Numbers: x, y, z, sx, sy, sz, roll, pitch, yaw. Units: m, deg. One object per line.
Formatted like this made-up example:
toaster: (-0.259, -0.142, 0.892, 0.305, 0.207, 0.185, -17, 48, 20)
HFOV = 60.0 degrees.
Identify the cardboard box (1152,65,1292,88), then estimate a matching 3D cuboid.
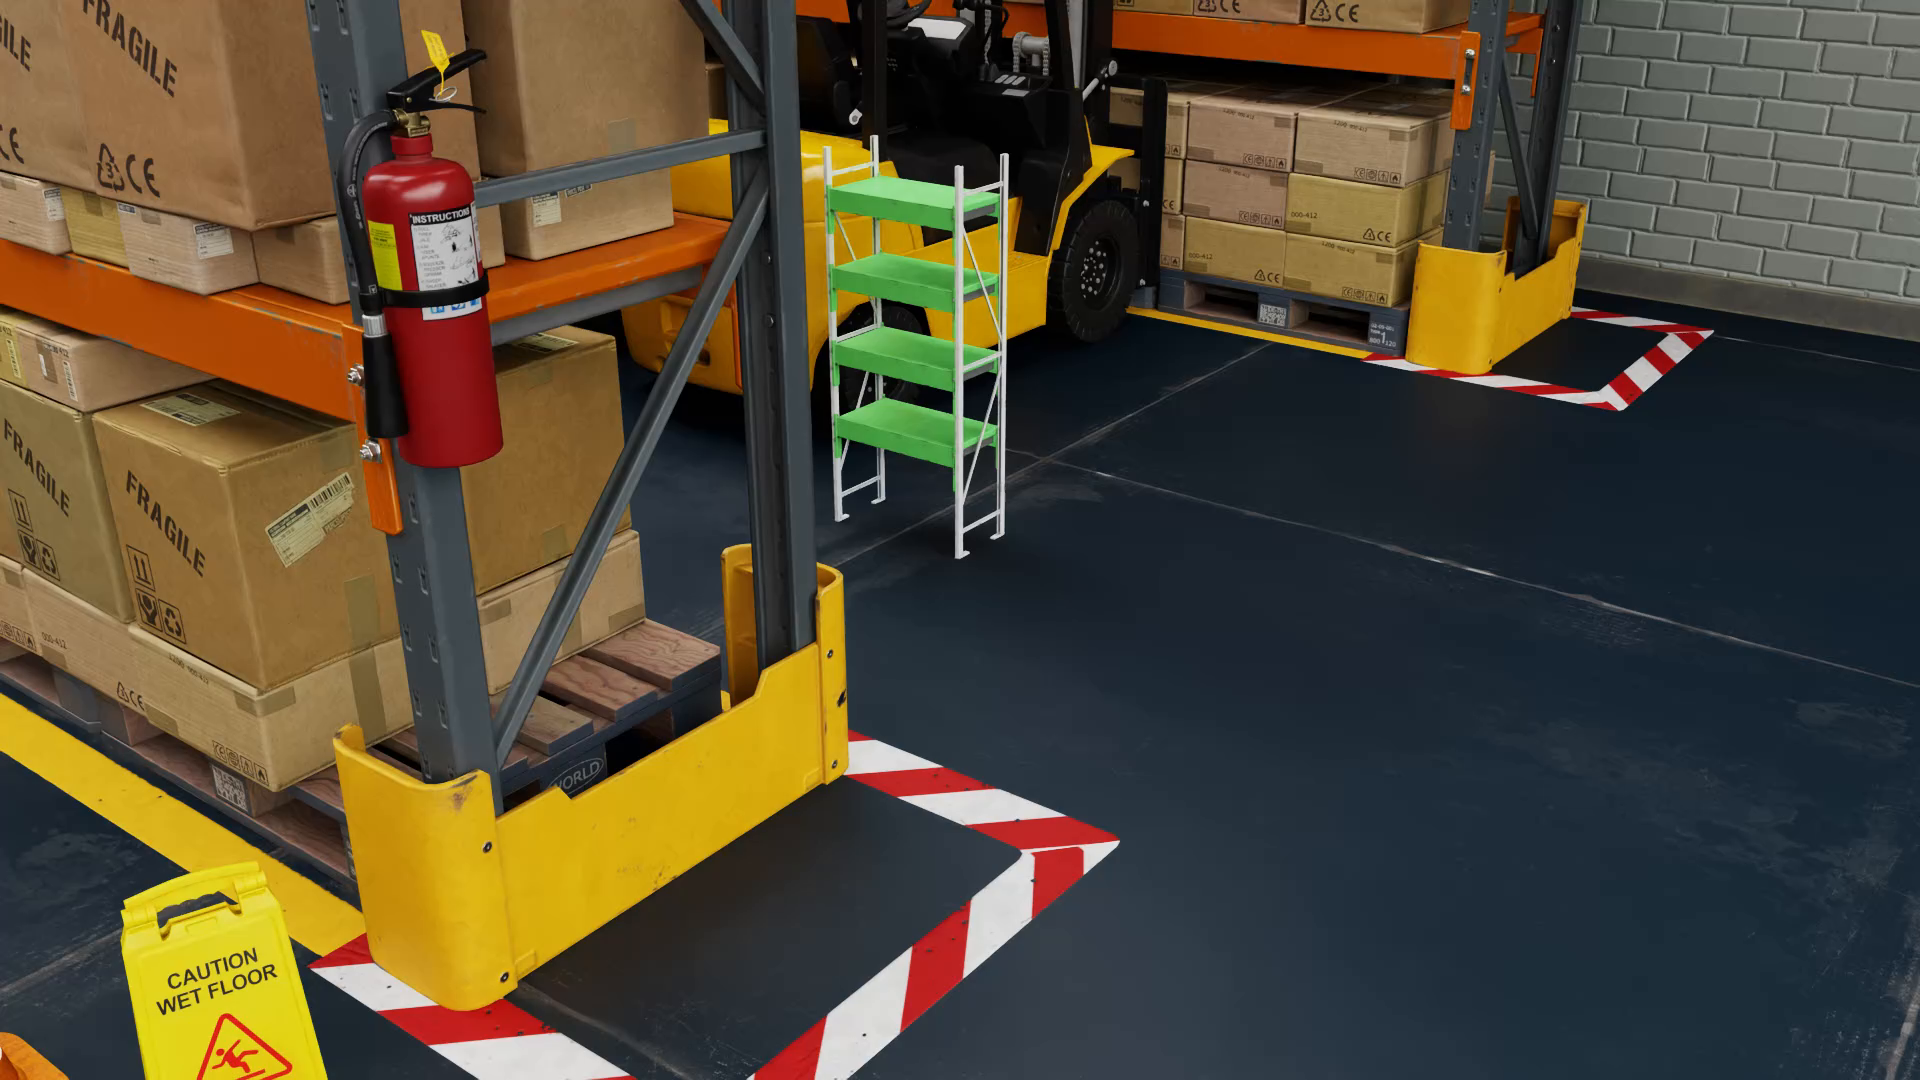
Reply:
cardboard box: (1.238, -2.083, 7.908, 0.500, 0.250, 0.500, 17, 29, 33)

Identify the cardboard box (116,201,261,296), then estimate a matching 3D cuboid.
cardboard box: (-1.366, -0.600, 3.204, 0.250, 0.149, 0.380, 16, 29, 33)

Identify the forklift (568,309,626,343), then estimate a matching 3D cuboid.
forklift: (-2.063, -2.677, 7.690, 1.130, 2.935, 3.031, -3, 24, -6)

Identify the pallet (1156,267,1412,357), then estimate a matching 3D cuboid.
pallet: (1.668, -1.166, 7.635, 1.213, 0.211, 1.003, 17, 29, 33)

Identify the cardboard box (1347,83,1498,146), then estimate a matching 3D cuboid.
cardboard box: (2.034, -1.839, 7.354, 0.500, 0.250, 0.500, 16, 29, 33)

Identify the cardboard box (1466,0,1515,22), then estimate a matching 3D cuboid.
cardboard box: (2.075, -2.526, 7.138, 0.500, 0.500, 0.500, 18, 29, 35)

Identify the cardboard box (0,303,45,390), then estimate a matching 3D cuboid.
cardboard box: (-2.000, -0.481, 3.776, 0.250, 0.149, 0.380, 17, 29, 34)

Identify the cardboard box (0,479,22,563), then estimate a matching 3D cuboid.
cardboard box: (-2.286, -0.304, 4.180, 0.500, 0.500, 0.500, 16, 28, 32)

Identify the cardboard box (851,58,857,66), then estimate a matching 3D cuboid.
cardboard box: (-0.294, -2.284, 8.364, 0.500, 0.250, 0.500, 17, 29, 33)

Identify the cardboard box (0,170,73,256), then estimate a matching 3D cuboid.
cardboard box: (-1.783, -0.722, 3.479, 0.250, 0.149, 0.380, 17, 29, 34)

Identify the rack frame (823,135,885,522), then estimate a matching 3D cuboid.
rack frame: (-0.328, -0.648, 5.233, 0.015, 1.200, 0.240, 17, 29, 33)

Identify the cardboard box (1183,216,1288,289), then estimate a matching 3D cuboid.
cardboard box: (1.347, -1.340, 7.460, 0.500, 0.250, 0.500, 17, 29, 33)

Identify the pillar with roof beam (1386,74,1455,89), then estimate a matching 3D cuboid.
pillar with roof beam: (-0.294, -4.086, 3.364, 0.400, 9.000, 9.100, 17, 29, 33)

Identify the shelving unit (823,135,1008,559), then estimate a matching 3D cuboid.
shelving unit: (-0.132, -0.589, 5.099, 0.503, 1.200, 0.258, 17, 29, 33)

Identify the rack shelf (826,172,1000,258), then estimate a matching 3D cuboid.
rack shelf: (-0.132, -0.970, 4.931, 0.480, 0.148, 0.258, 17, 29, 33)

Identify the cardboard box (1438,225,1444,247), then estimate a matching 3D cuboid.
cardboard box: (2.029, -1.386, 7.566, 0.500, 0.250, 0.500, 17, 29, 34)

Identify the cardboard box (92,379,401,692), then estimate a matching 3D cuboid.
cardboard box: (-1.467, -0.055, 3.614, 0.500, 0.500, 0.500, 17, 29, 34)

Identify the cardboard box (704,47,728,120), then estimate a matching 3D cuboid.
cardboard box: (-1.320, -2.466, 9.551, 0.625, 0.625, 0.875, 18, 30, 36)

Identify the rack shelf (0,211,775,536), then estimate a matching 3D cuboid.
rack shelf: (-2.270, -0.823, 4.289, 4.000, 0.370, 1.077, 17, 29, 33)

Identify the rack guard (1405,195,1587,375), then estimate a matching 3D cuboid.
rack guard: (2.324, -1.121, 7.174, 0.348, 0.500, 1.175, 17, 29, 33)

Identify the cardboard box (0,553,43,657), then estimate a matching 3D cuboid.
cardboard box: (-2.309, 0.037, 4.336, 0.500, 0.250, 0.500, 16, 28, 31)

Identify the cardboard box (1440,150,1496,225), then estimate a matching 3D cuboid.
cardboard box: (2.053, -1.614, 7.462, 0.500, 0.250, 0.500, 17, 29, 34)

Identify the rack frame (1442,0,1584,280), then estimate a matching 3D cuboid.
rack frame: (2.305, -2.271, 6.683, 0.127, 3.000, 1.000, 17, 29, 33)

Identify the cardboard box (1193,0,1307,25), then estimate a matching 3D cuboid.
cardboard box: (1.344, -2.479, 7.033, 0.500, 0.500, 0.500, 18, 29, 35)

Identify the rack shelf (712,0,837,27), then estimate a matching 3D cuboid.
rack shelf: (-2.497, -3.392, 10.121, 4.000, 0.370, 1.077, 17, 29, 33)

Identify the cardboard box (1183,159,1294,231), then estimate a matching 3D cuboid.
cardboard box: (1.333, -1.575, 7.374, 0.500, 0.250, 0.500, 16, 29, 33)

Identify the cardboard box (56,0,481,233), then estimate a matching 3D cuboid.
cardboard box: (-1.269, -0.893, 3.063, 0.500, 0.500, 0.500, 16, 29, 32)

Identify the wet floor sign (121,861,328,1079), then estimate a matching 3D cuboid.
wet floor sign: (-1.159, 0.800, 2.634, 0.267, 0.644, 0.232, -15, 28, -30)

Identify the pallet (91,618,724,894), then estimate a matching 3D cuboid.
pallet: (-1.359, 0.382, 4.122, 1.213, 0.211, 1.003, 17, 29, 33)

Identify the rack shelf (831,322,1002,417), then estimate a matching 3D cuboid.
rack shelf: (-0.132, -0.531, 5.125, 0.480, 0.148, 0.258, 17, 29, 33)

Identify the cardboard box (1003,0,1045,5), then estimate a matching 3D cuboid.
cardboard box: (0.525, -2.721, 7.581, 0.500, 0.500, 0.500, 17, 29, 34)

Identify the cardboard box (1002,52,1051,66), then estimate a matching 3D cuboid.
cardboard box: (0.425, -2.328, 8.464, 0.500, 0.250, 0.500, 17, 29, 34)

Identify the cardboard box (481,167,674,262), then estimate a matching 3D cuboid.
cardboard box: (-0.817, -0.702, 3.435, 0.250, 0.149, 0.380, 17, 29, 33)

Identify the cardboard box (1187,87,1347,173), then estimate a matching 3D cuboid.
cardboard box: (1.337, -1.794, 7.252, 0.500, 0.250, 0.500, 17, 29, 34)

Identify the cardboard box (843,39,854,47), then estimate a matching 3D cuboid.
cardboard box: (-0.386, -2.573, 9.018, 0.500, 0.250, 0.500, 17, 29, 34)

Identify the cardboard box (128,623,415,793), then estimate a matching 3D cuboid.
cardboard box: (-1.497, 0.283, 3.776, 0.500, 0.250, 0.500, 17, 29, 33)
